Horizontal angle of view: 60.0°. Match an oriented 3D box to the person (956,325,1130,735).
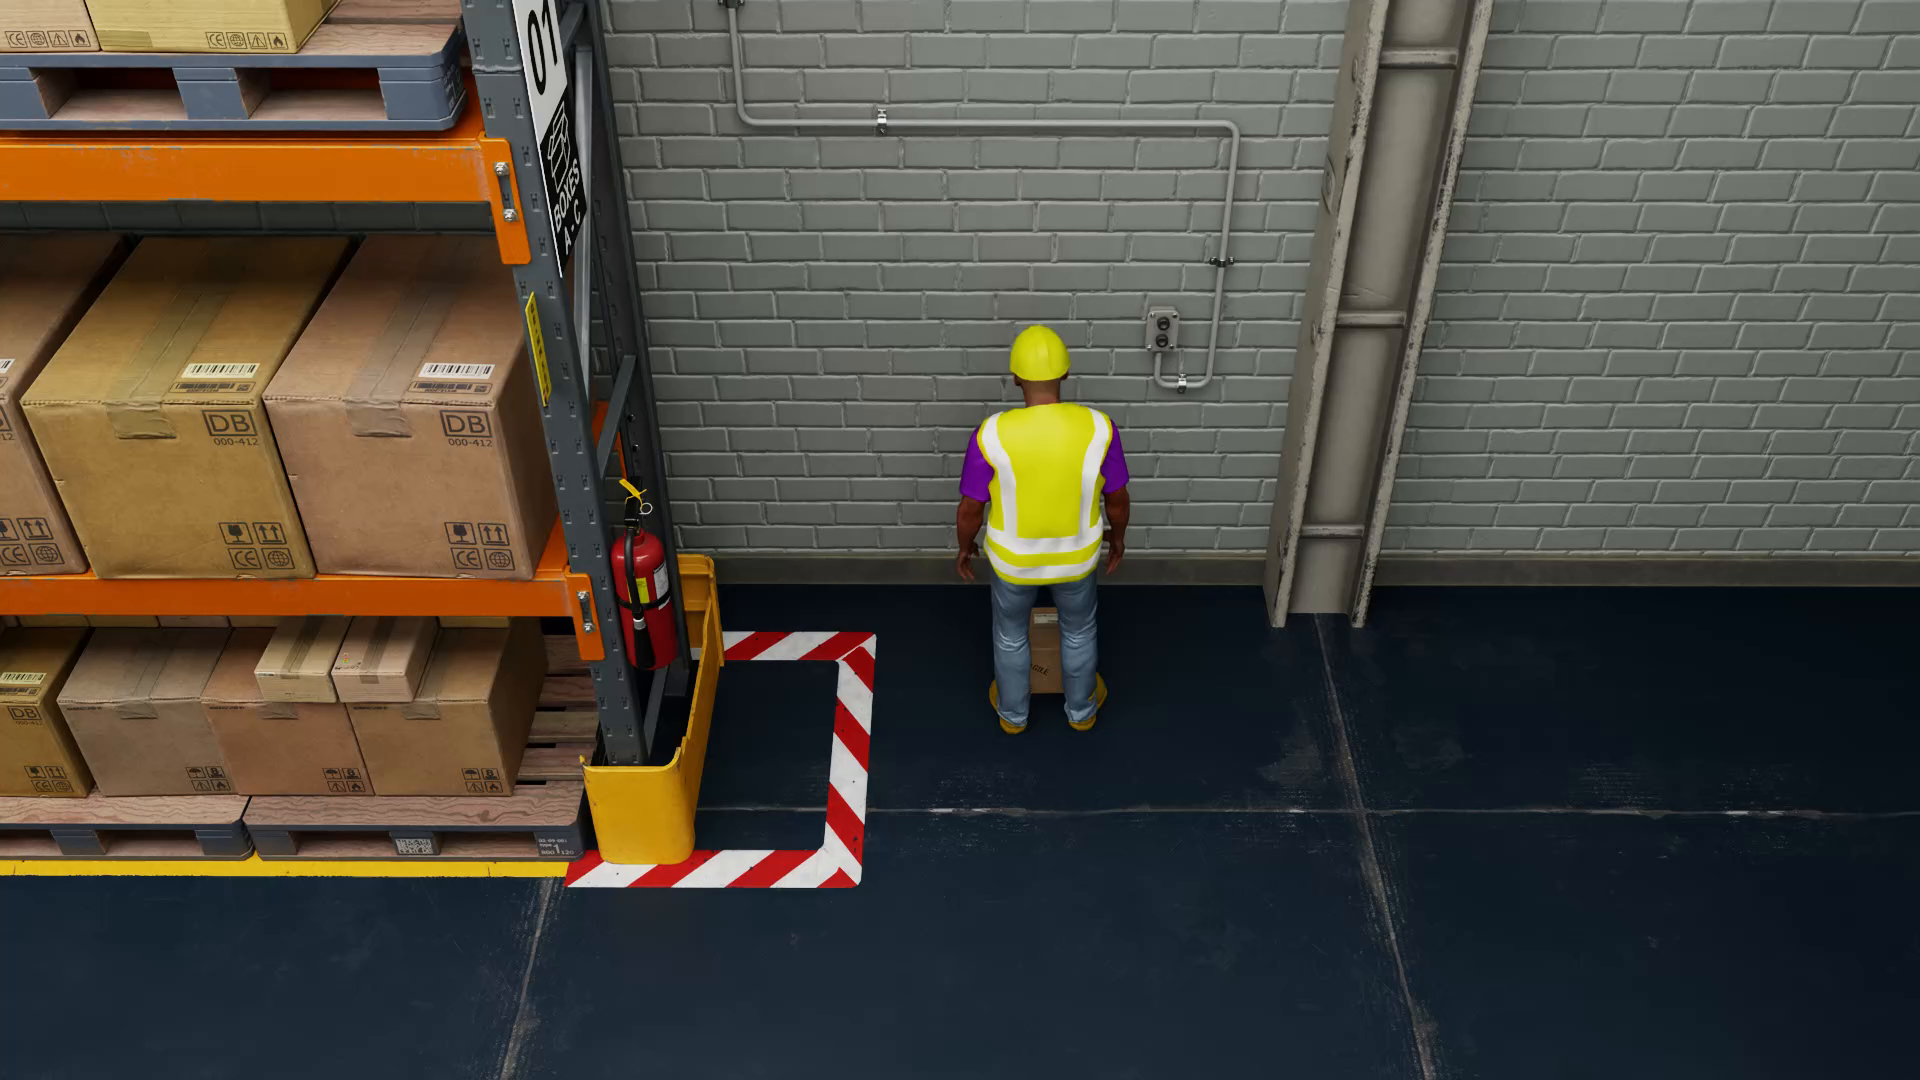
[{"bbox_3d":[0.301,0.010,6.129,0.635,1.760,0.457,-2,39,-3],"label":"person"}]
